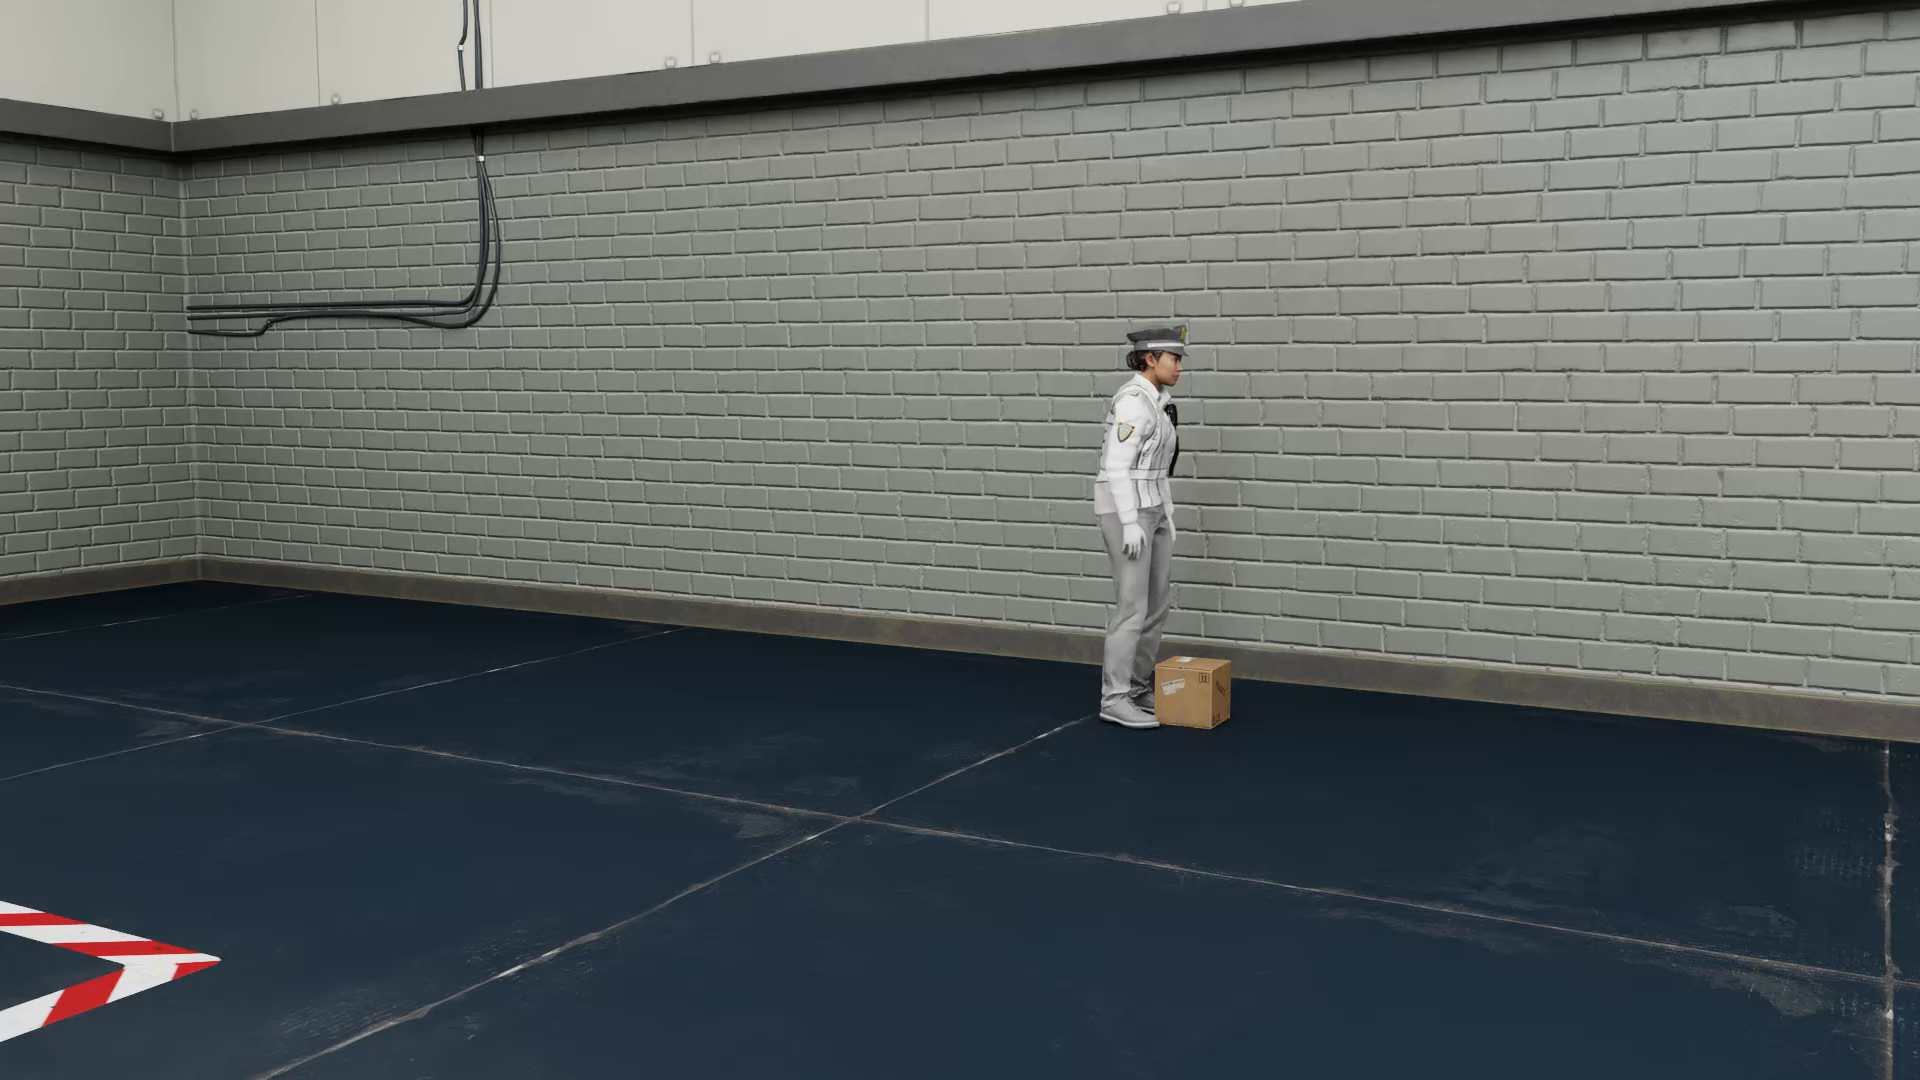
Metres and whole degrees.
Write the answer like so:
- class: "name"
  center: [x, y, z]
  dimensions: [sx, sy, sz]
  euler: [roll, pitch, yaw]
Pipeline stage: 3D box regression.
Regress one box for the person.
- class: "person"
  center: [0.774, -0.074, 7.047]
  dimensions: [0.375, 1.664, 0.540]
  euler: [3, 7, 27]
